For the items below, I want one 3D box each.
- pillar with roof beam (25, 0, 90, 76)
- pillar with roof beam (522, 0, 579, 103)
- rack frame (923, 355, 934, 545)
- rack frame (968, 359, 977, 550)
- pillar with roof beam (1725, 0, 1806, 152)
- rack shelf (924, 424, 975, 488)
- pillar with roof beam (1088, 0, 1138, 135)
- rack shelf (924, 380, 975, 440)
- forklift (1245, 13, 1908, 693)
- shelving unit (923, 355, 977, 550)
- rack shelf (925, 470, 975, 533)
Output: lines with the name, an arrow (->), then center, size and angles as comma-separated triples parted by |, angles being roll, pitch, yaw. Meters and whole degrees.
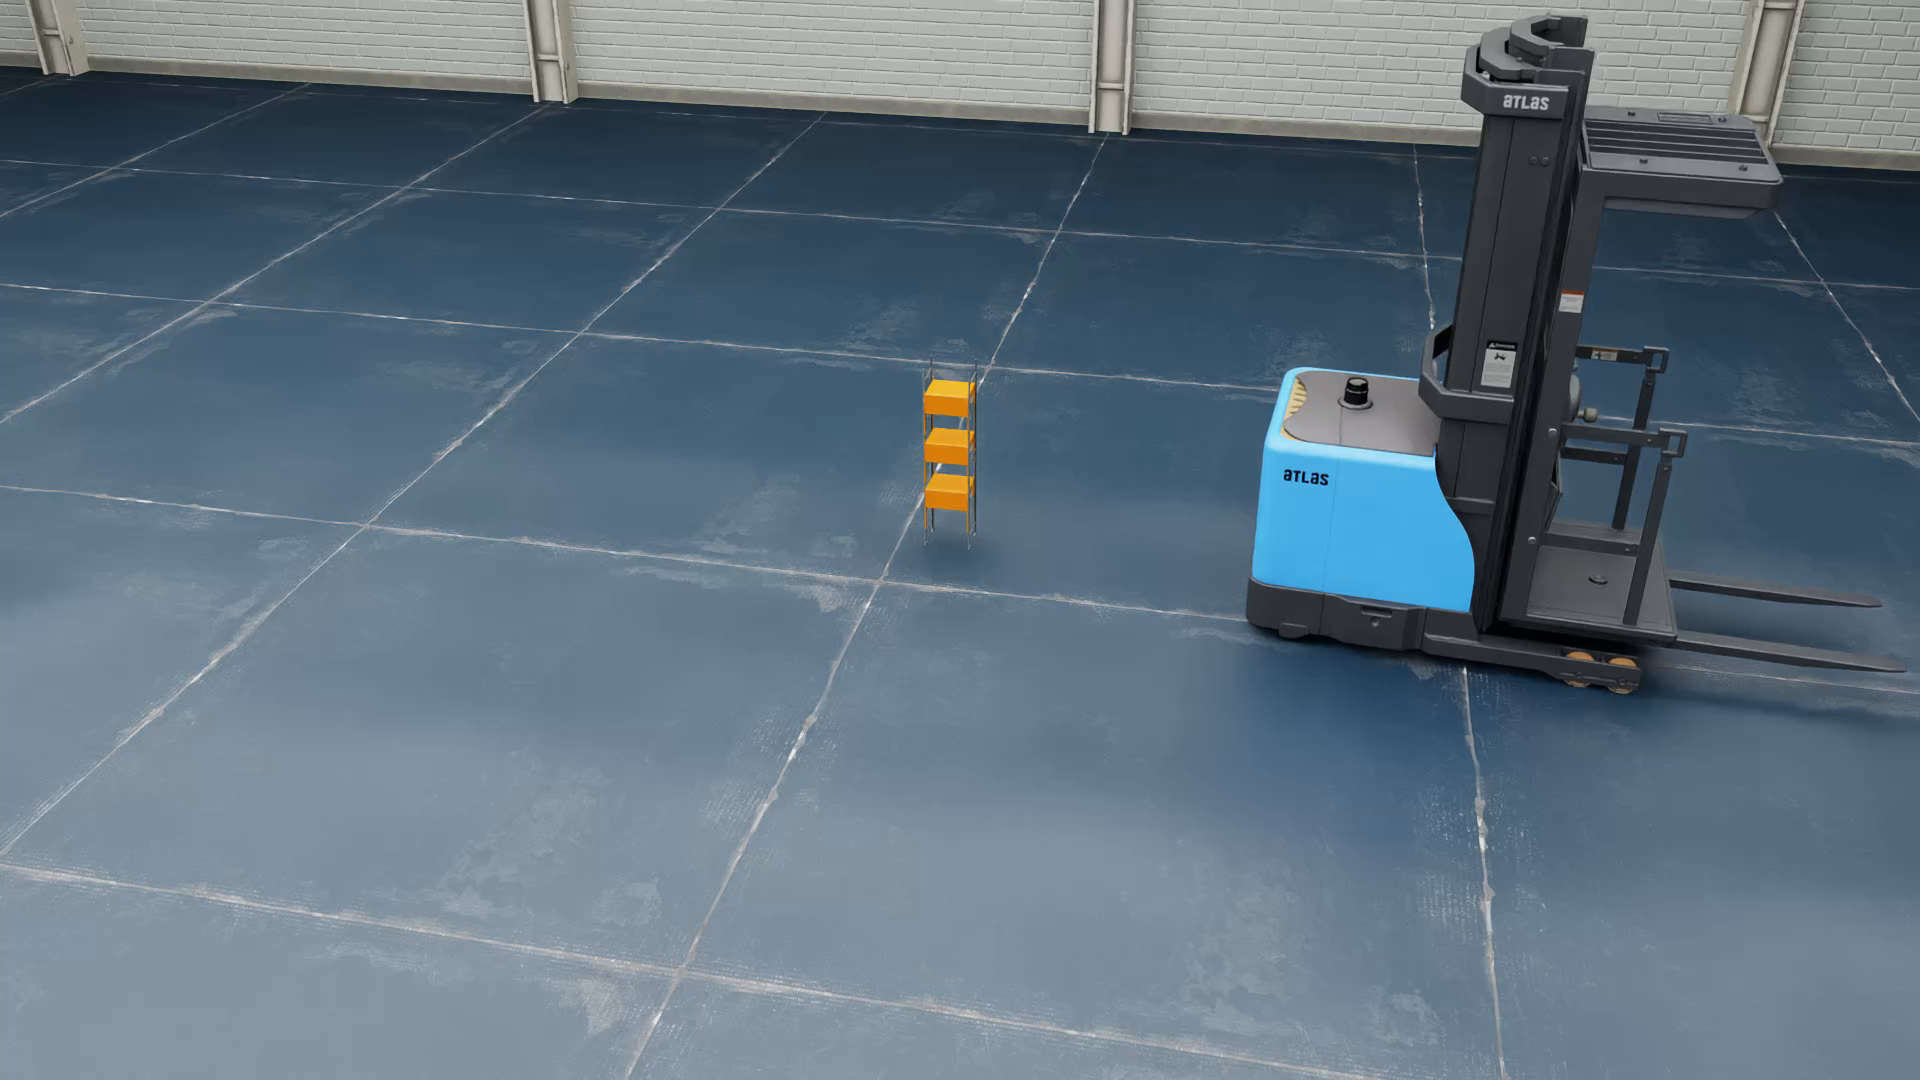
pillar with roof beam -> -11.115, -7.285, 13.185 | 0.400, 9.000, 9.100 | 6, 29, 11
pillar with roof beam -> -5.248, -6.683, 12.086 | 0.400, 9.000, 9.100 | 6, 29, 11
rack frame -> -0.172, -0.478, 9.030 | 0.008, 1.050, 0.200 | 6, 29, 11
rack frame -> 0.067, -0.454, 8.985 | 0.008, 1.050, 0.200 | 6, 29, 11
pillar with roof beam -> 6.488, -5.480, 9.888 | 0.400, 9.000, 9.100 | 6, 29, 11
rack shelf -> -0.052, -0.457, 9.013 | 0.240, 0.259, 0.215 | 6, 29, 11
pillar with roof beam -> 0.620, -6.081, 10.987 | 0.400, 9.000, 9.100 | 6, 29, 11
rack shelf -> -0.052, -0.705, 8.877 | 0.240, 0.259, 0.215 | 6, 29, 11
forklift -> 3.016, -0.841, 7.734 | 3.031, 2.935, 1.130 | 8, 30, 14
shelving unit -> -0.052, -0.466, 9.008 | 0.252, 1.050, 0.215 | 6, 29, 11
rack shelf -> -0.052, -0.213, 9.146 | 0.240, 0.259, 0.215 | 6, 29, 11
